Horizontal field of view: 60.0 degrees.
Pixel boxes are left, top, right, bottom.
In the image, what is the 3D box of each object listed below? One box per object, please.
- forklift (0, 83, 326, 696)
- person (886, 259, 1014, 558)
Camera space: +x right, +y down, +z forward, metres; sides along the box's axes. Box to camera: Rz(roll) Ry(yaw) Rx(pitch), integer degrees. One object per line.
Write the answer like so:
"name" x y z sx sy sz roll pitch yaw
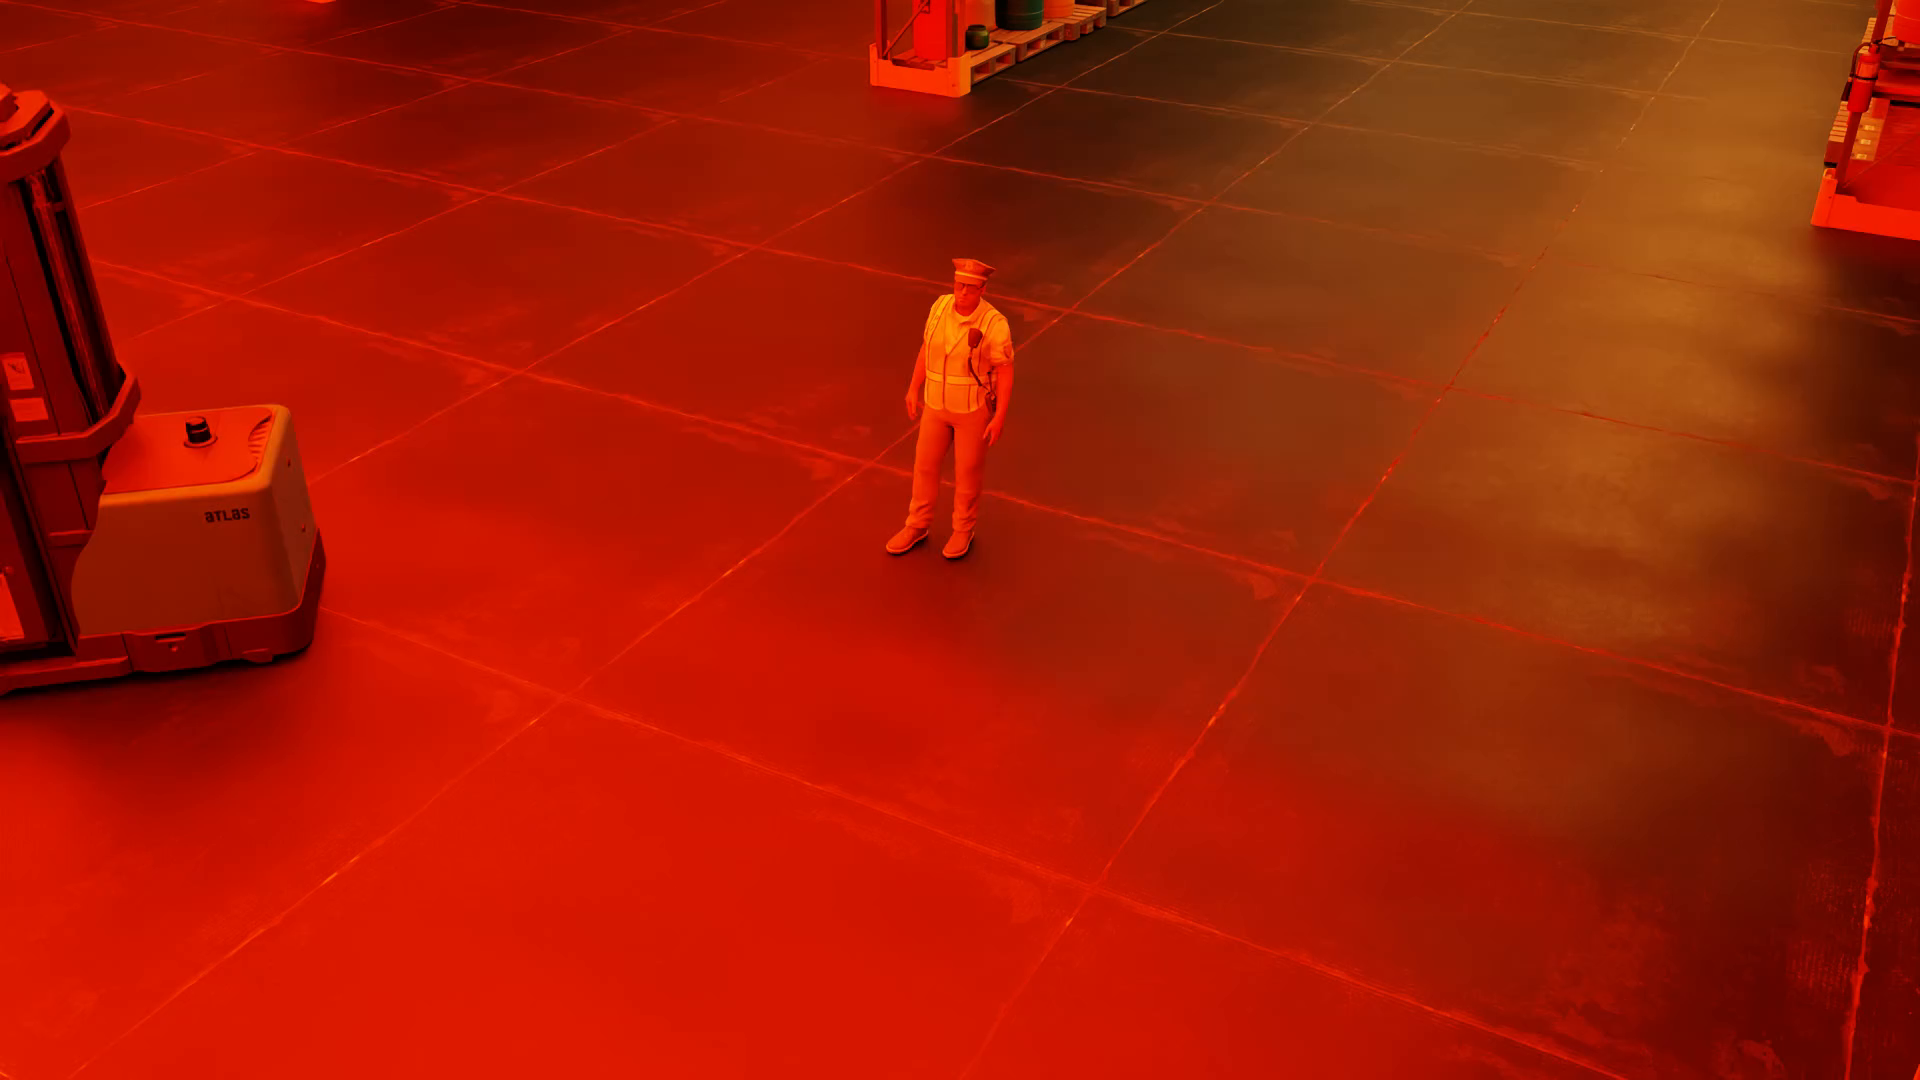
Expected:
"forklift" -5.056 -0.706 8.294 3.031 2.935 1.130 -6 31 -11
"person" -0.048 -0.747 9.500 0.640 1.781 0.575 15 33 25
